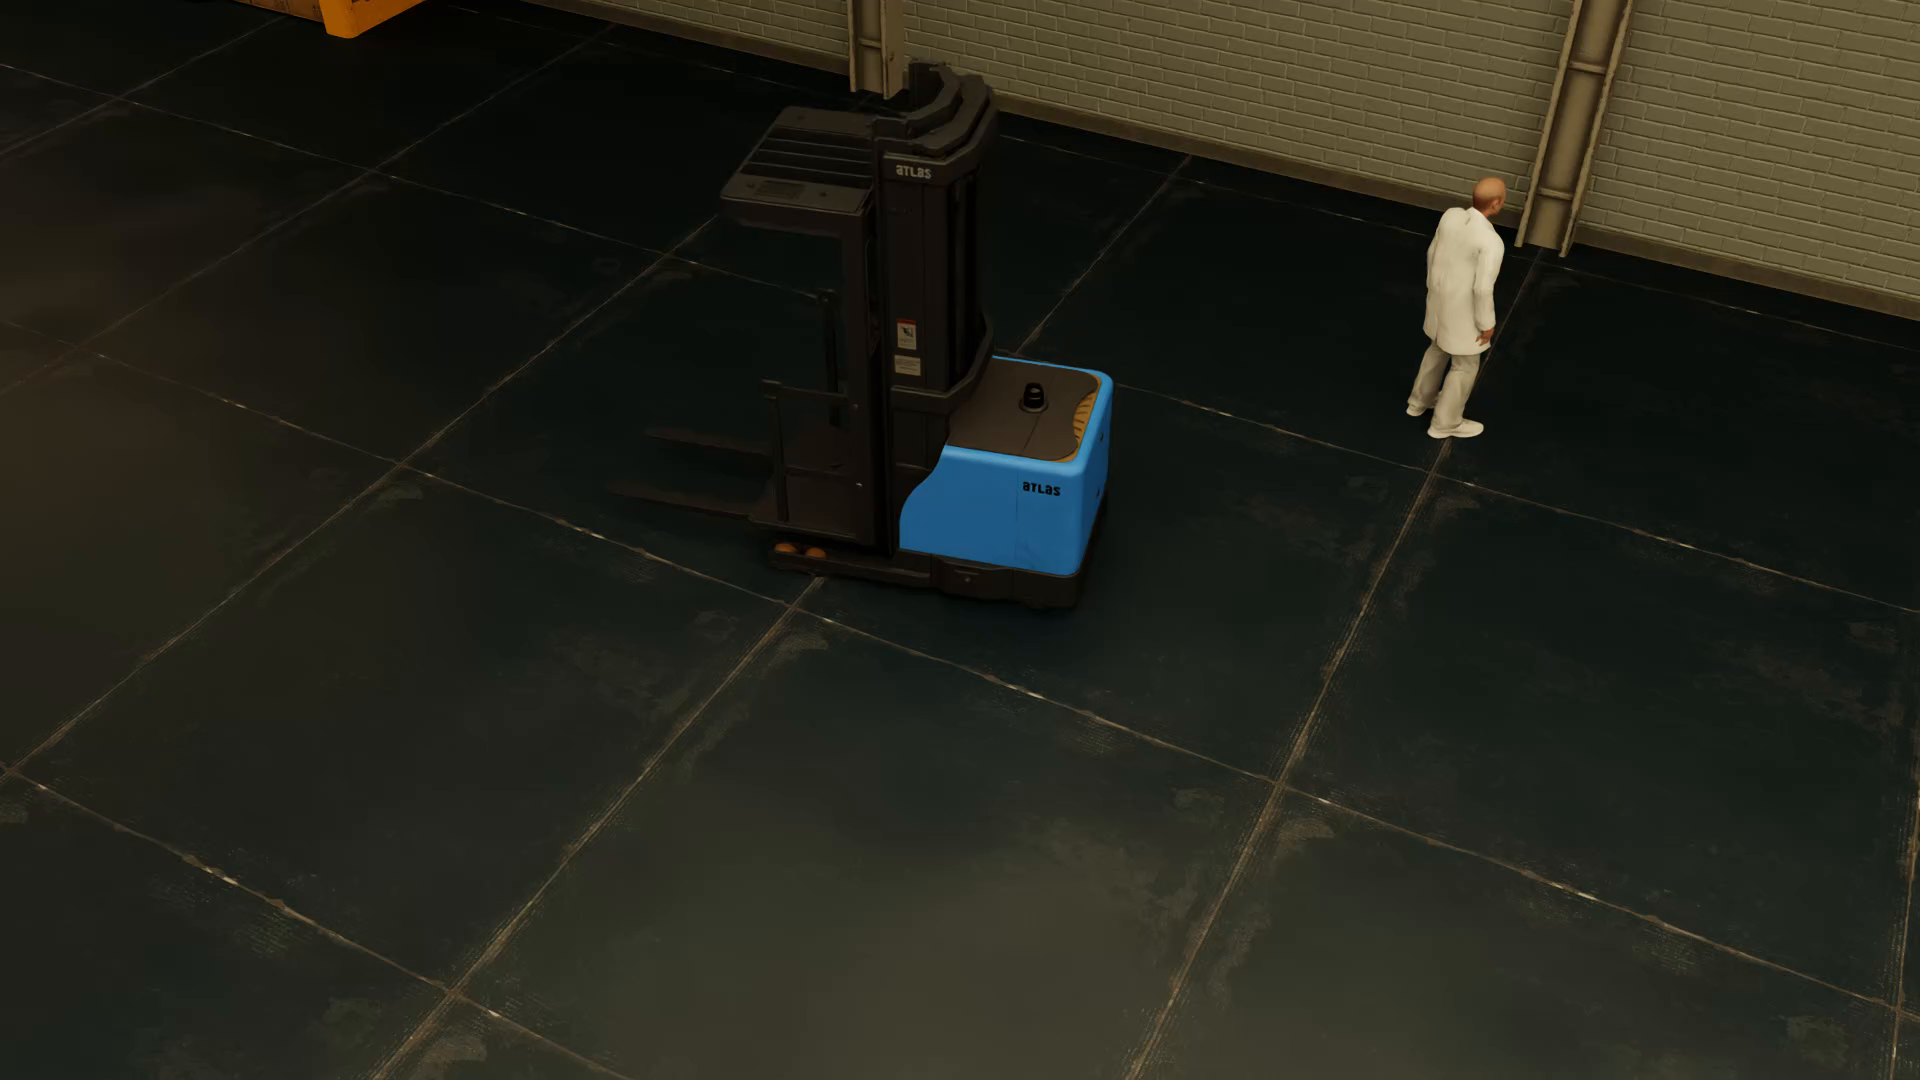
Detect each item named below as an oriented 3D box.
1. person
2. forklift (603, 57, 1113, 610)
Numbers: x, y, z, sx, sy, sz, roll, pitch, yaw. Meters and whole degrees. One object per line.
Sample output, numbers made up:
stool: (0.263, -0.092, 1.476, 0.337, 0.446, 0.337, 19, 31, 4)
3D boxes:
person: (3.210, -1.498, 10.665, 0.434, 1.773, 0.643, -14, 42, -17)
forklift: (-0.663, -1.226, 9.443, 3.031, 2.935, 1.130, 10, 41, 11)
